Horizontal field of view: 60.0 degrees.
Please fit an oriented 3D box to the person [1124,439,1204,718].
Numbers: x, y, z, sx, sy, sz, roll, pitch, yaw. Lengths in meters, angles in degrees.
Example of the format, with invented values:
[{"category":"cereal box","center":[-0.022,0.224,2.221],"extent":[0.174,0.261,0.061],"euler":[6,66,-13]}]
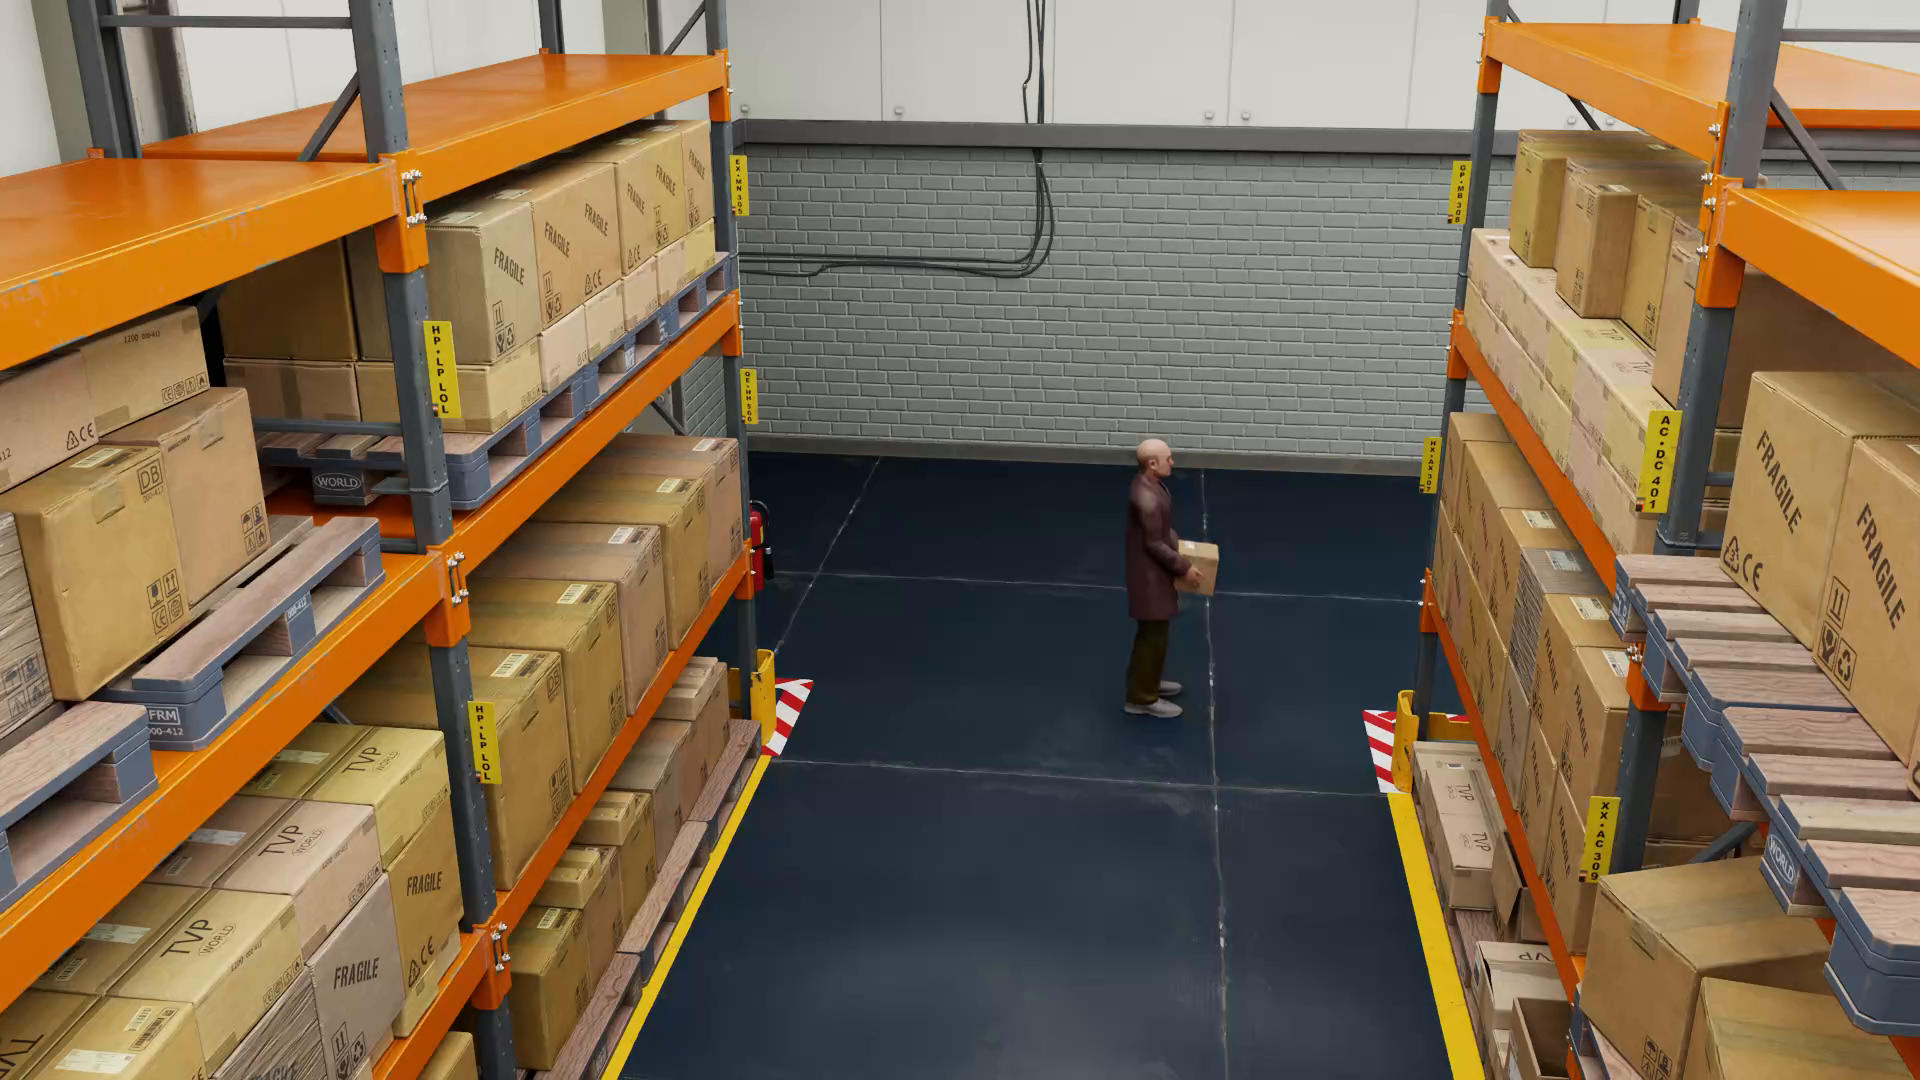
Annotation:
[{"category":"person","center":[1.284,0.223,10.506],"extent":[0.499,1.782,0.566],"euler":[2,21,6]}]
